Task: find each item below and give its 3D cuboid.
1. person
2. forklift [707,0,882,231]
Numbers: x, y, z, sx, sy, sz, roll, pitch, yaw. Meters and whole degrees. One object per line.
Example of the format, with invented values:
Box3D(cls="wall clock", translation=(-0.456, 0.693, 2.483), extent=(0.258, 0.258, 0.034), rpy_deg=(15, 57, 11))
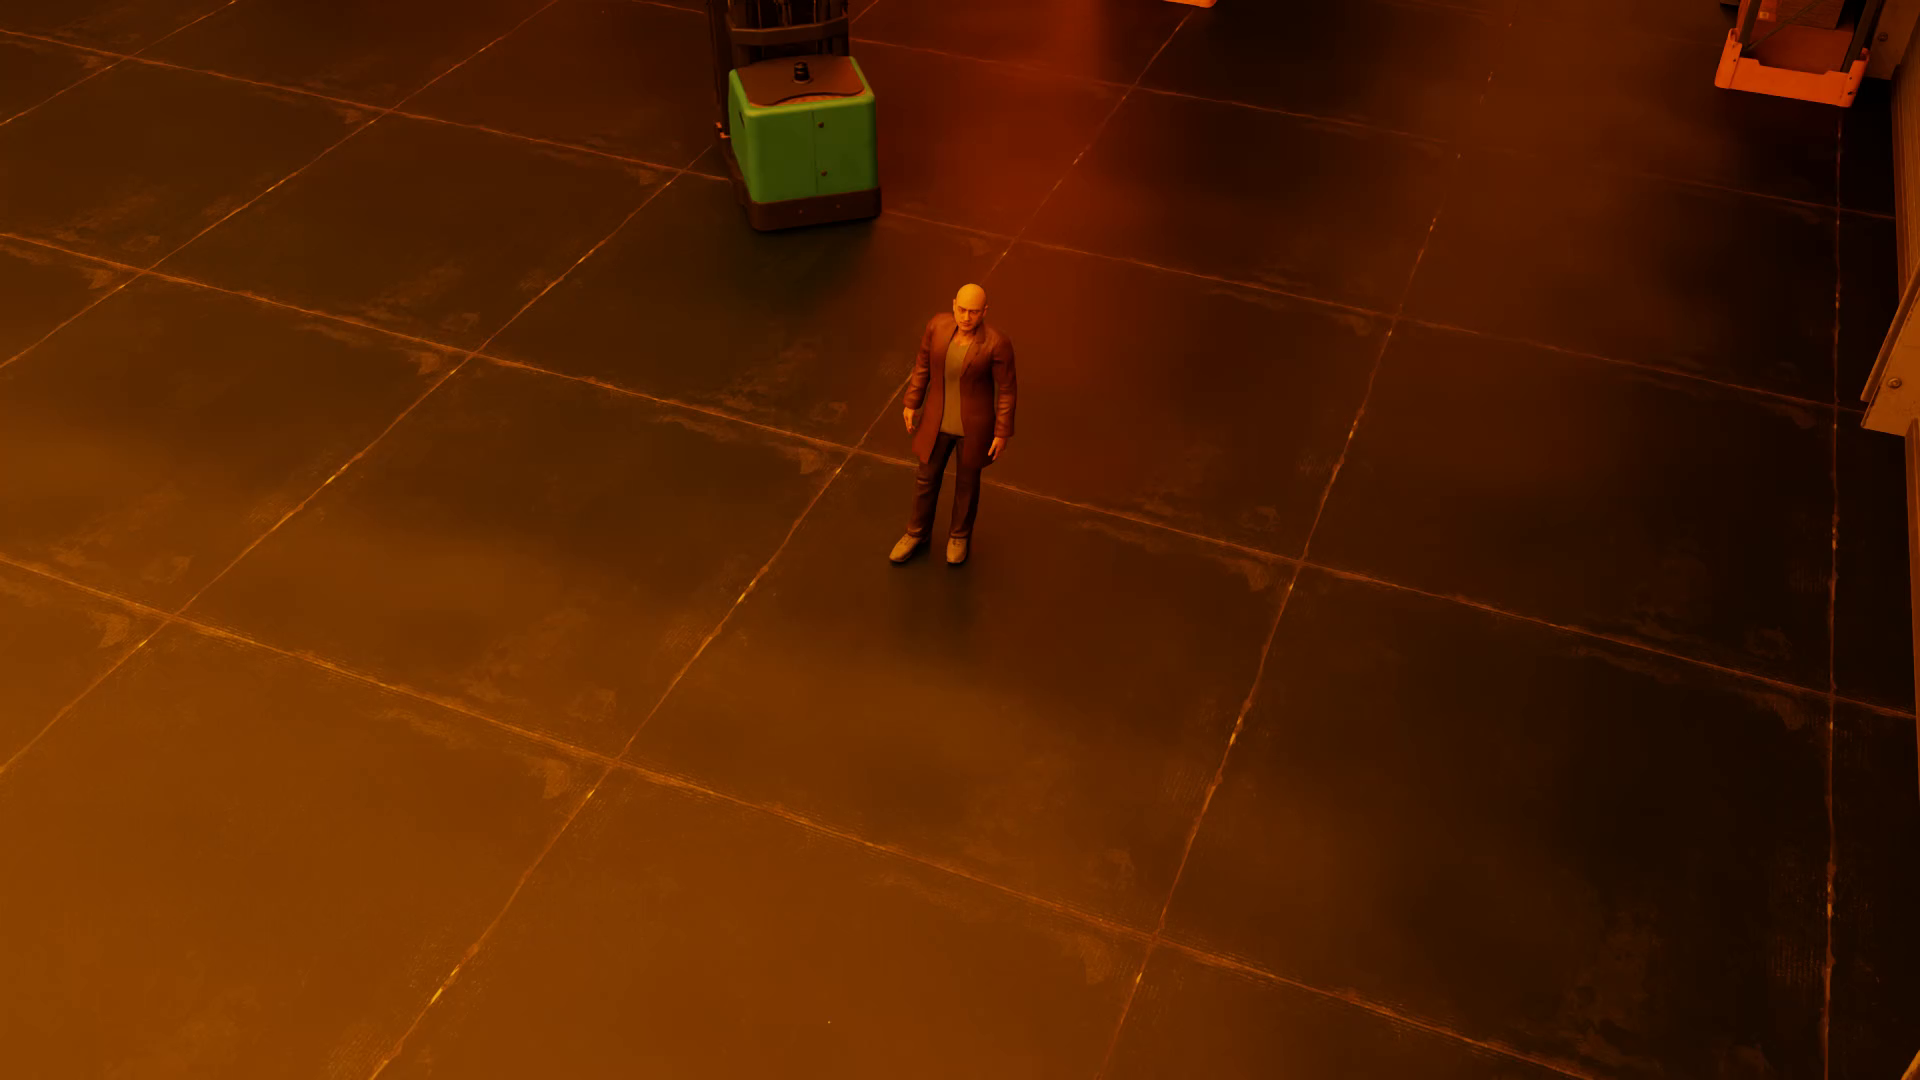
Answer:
Box3D(cls="person", translation=(-0.039, -0.635, 9.651), extent=(0.696, 1.775, 0.582), rpy_deg=(15, 42, 17))
Box3D(cls="forklift", translation=(-1.510, -4.510, 13.395), extent=(1.130, 2.935, 3.031), rpy_deg=(-10, 41, -12))
